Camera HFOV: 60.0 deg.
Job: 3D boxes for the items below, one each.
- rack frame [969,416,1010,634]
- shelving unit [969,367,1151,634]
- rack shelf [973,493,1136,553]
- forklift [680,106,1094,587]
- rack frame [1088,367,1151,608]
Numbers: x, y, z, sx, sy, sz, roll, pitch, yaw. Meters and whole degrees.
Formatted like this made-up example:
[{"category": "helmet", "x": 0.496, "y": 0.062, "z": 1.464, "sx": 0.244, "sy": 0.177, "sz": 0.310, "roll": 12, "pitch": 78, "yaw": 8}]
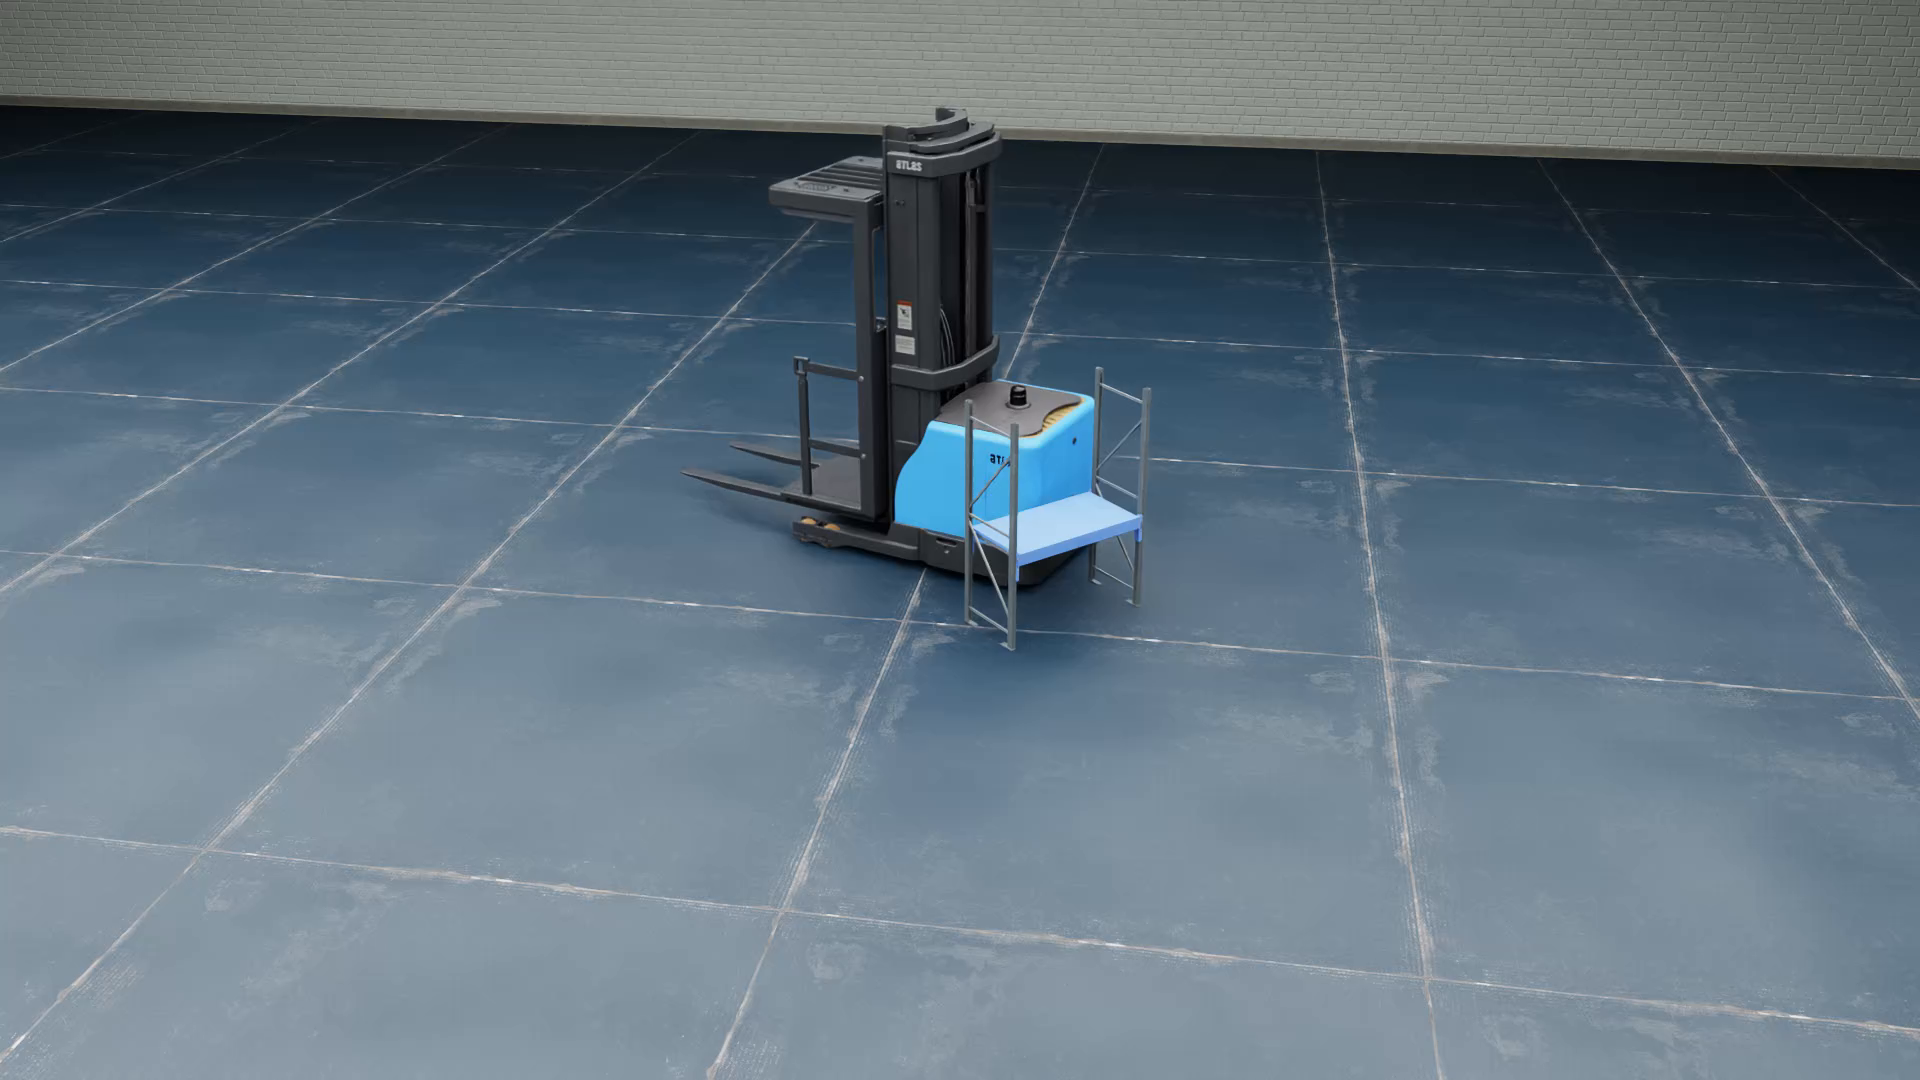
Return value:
[{"category": "rack frame", "x": 0.186, "y": -0.081, "z": 10.154, "sx": 0.013, "sy": 1.308, "sz": 0.475, "roll": -17, "pitch": 30, "yaw": -32}, {"category": "shelving unit", "x": 0.605, "y": -0.206, "z": 10.422, "sx": 1.039, "sy": 1.500, "sz": 0.500, "roll": -17, "pitch": 30, "yaw": -32}, {"category": "rack shelf", "x": 0.602, "y": -0.103, "z": 10.467, "sx": 0.952, "sy": 0.026, "sz": 0.459, "roll": -17, "pitch": 30, "yaw": -32}, {"category": "forklift", "x": -0.593, "y": -1.452, "z": 11.395, "sx": 3.031, "sy": 2.935, "sz": 1.130, "roll": 13, "pitch": 28, "yaw": 26}, {"category": "rack frame", "x": 1.016, "y": -0.330, "z": 10.686, "sx": 0.032, "sy": 1.500, "sz": 0.500, "roll": -17, "pitch": 30, "yaw": -32}]
